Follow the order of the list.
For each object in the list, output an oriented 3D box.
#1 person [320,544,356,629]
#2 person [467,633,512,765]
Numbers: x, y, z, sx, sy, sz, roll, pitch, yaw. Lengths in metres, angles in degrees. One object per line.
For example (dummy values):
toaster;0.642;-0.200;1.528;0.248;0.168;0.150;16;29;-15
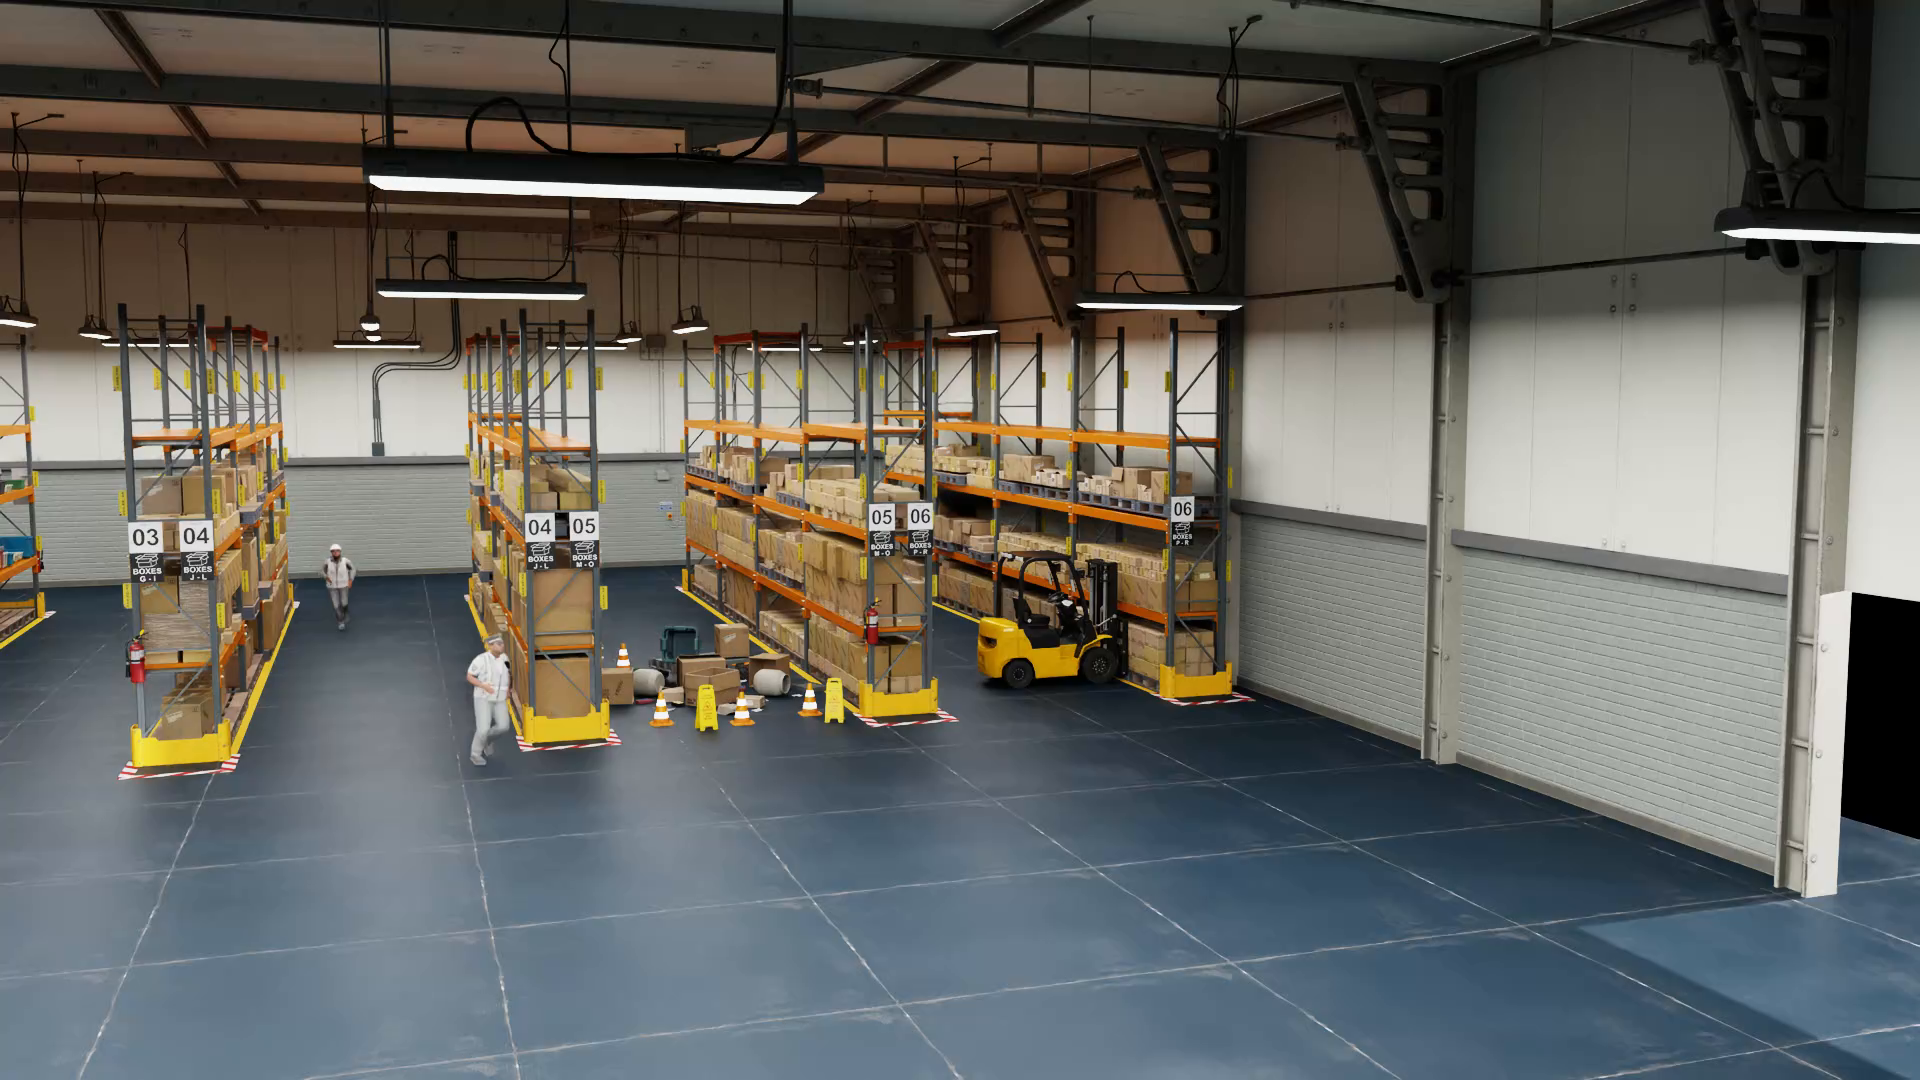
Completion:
person;-12.609;0.947;33.711;0.667;1.730;0.556;-1;6;-15
person;-6.164;2.075;21.985;0.665;1.705;0.575;-5;8;-44
